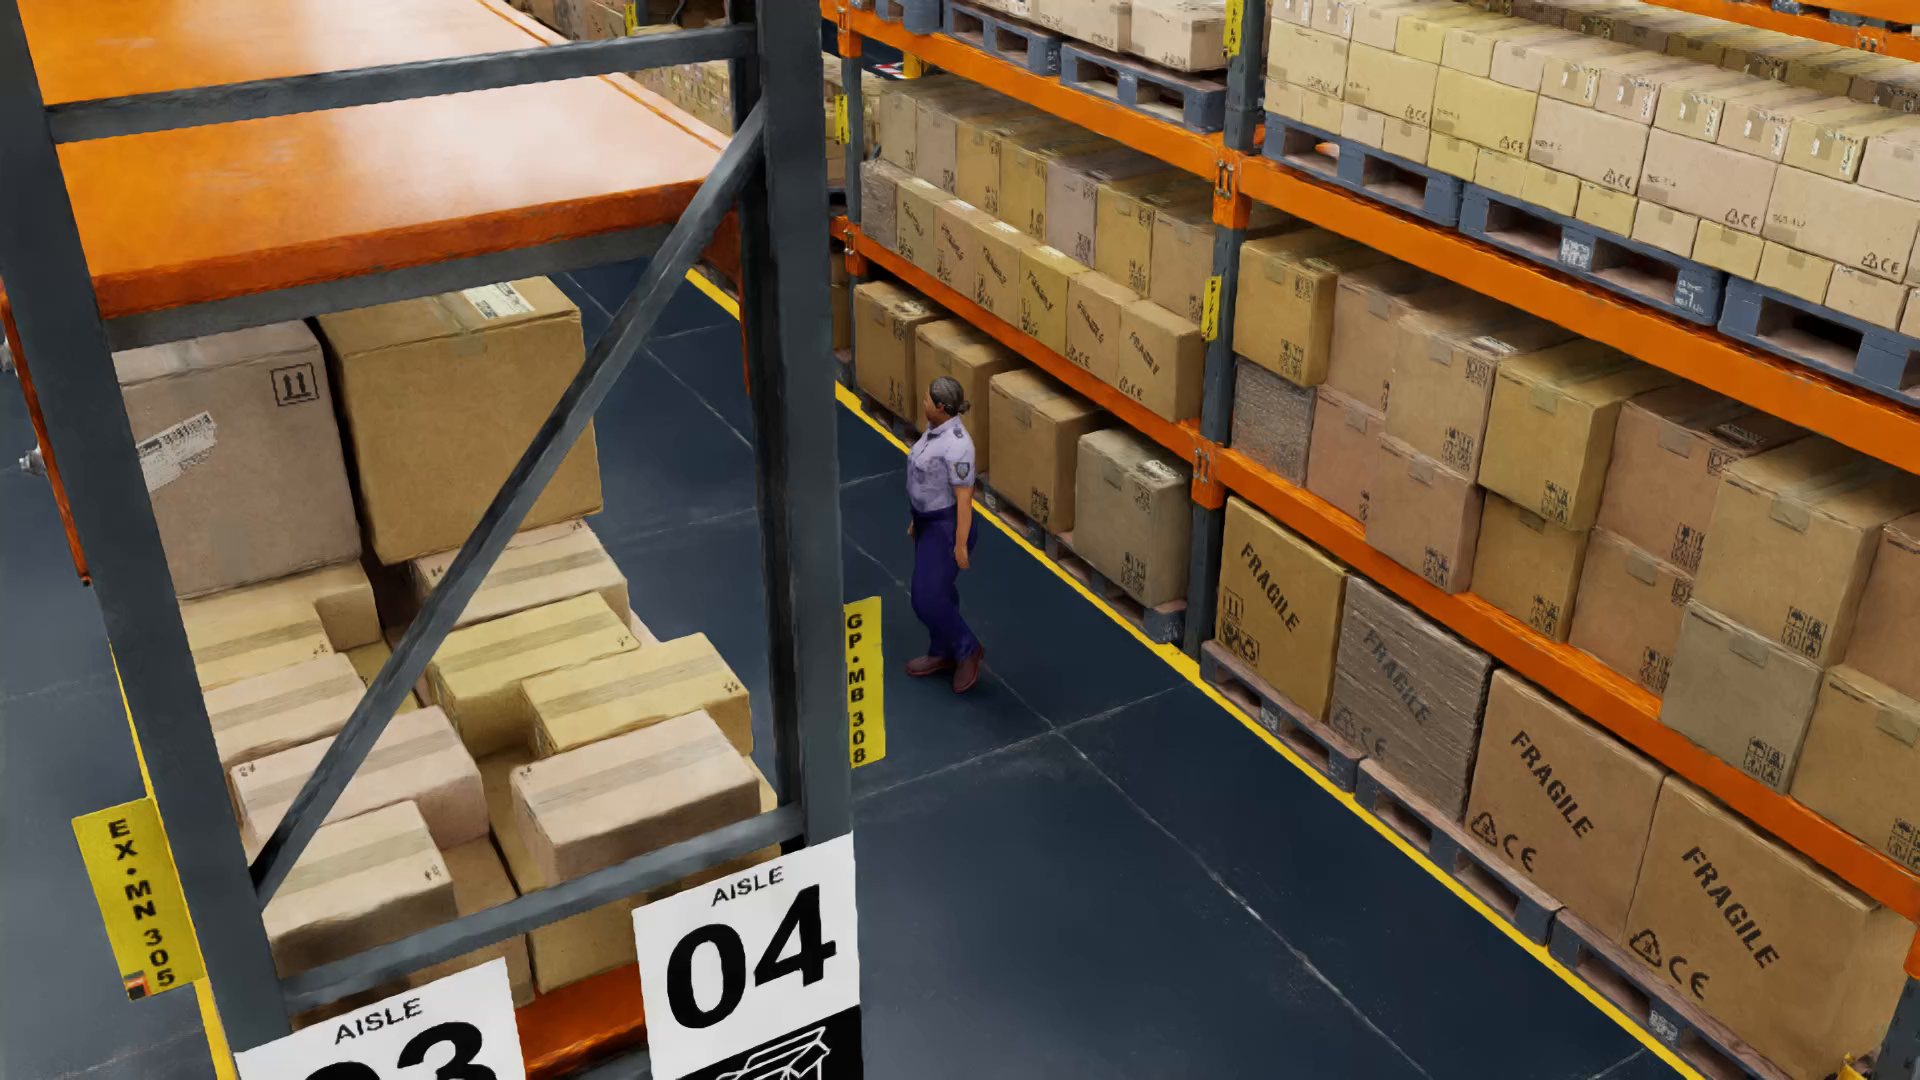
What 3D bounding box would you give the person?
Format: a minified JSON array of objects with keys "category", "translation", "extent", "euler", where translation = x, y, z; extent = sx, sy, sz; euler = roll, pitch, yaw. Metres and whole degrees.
[{"category":"person","translation":[-0.107,-0.026,8.599],"extent":[0.408,1.647,0.629],"euler":[-9,30,-16]}]
